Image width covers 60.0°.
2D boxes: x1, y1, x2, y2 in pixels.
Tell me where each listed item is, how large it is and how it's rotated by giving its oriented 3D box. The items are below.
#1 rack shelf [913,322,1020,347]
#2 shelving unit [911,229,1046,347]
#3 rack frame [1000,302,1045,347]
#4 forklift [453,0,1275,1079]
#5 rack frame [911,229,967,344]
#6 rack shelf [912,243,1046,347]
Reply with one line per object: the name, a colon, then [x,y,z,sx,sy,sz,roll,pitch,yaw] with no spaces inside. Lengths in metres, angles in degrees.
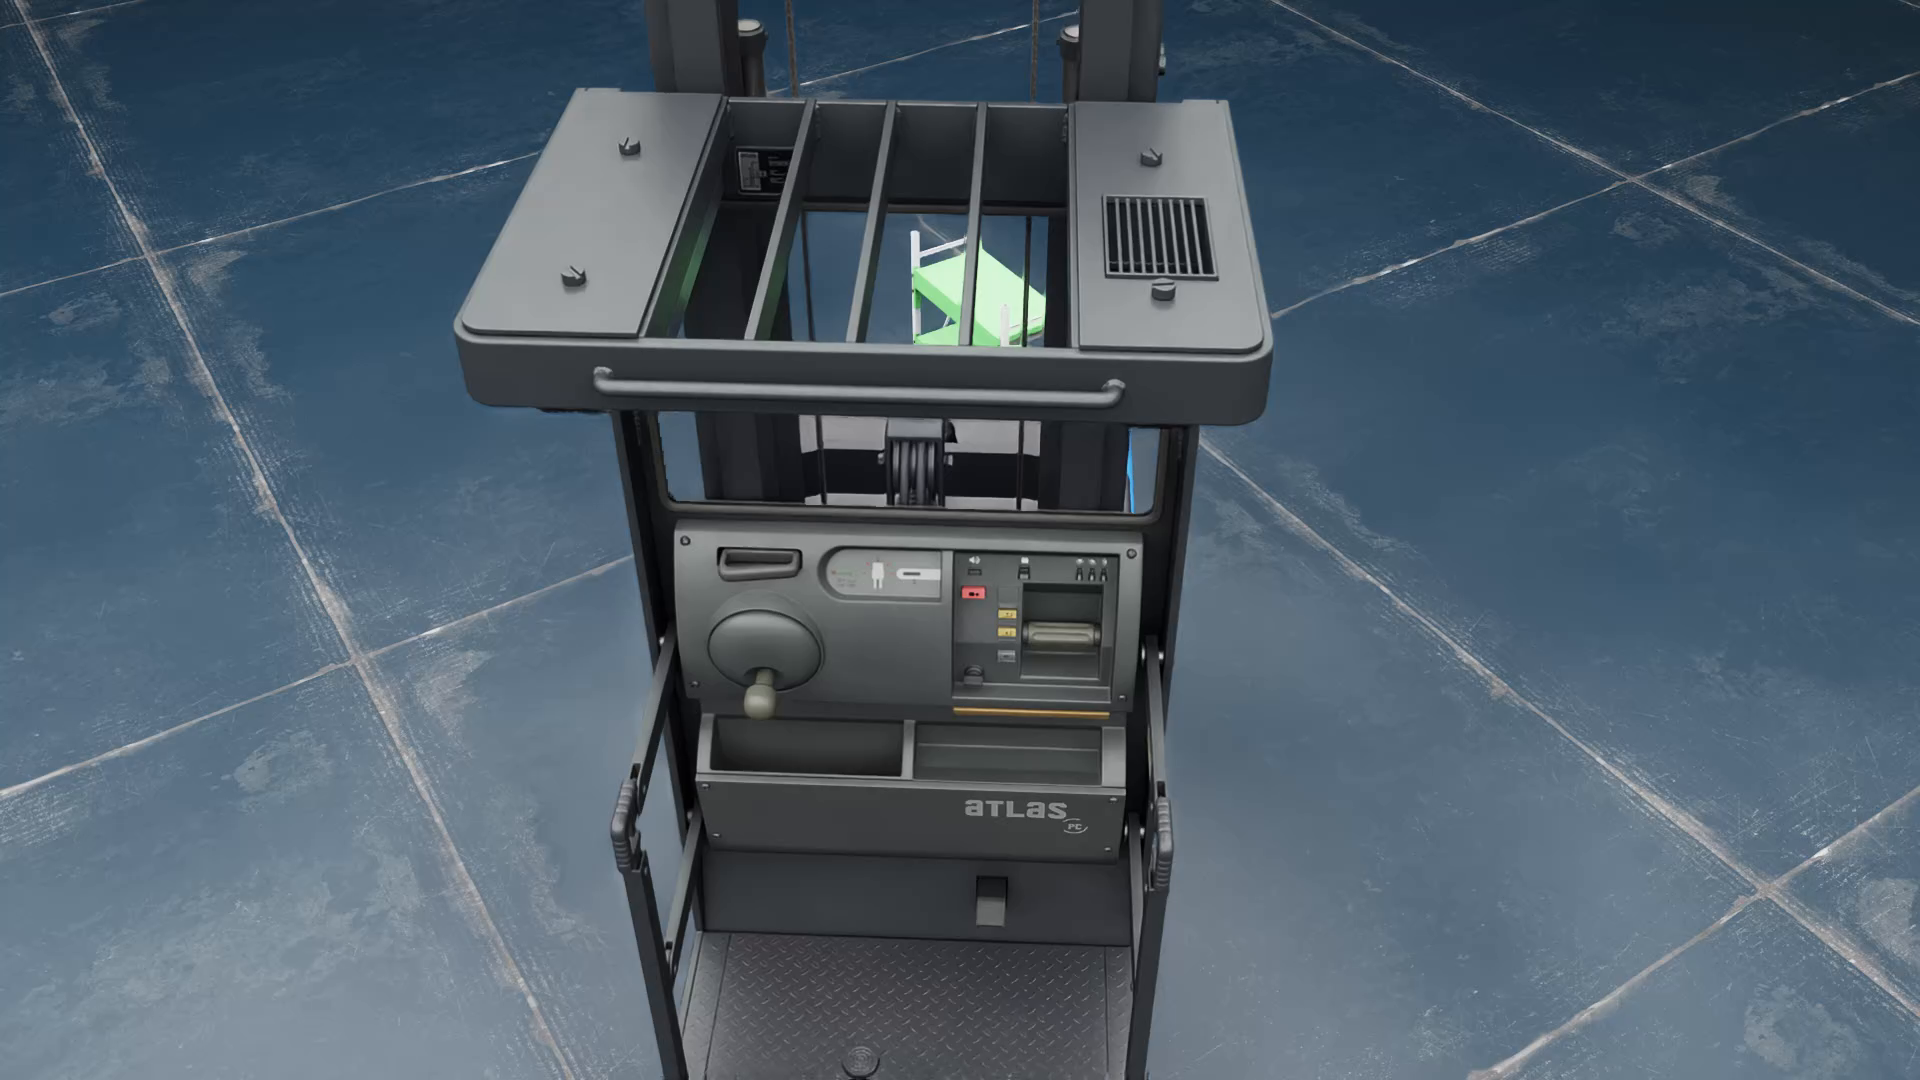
rack shelf: [0.089,-0.507,5.146,0.258,0.148,0.480,-22,45,-24]
shelving unit: [0.089,-0.372,5.259,0.258,1.200,0.503,-22,45,-24]
rack frame: [0.220,-0.240,5.101,0.240,1.200,0.015,-22,45,-24]
forklift: [-0.113,0.247,3.164,1.130,2.935,3.031,2,40,2]
rack frame: [-0.042,-0.503,5.417,0.240,1.200,0.015,-22,45,-24]
rack shelf: [0.089,-0.691,4.992,0.258,0.148,0.480,-22,45,-24]
